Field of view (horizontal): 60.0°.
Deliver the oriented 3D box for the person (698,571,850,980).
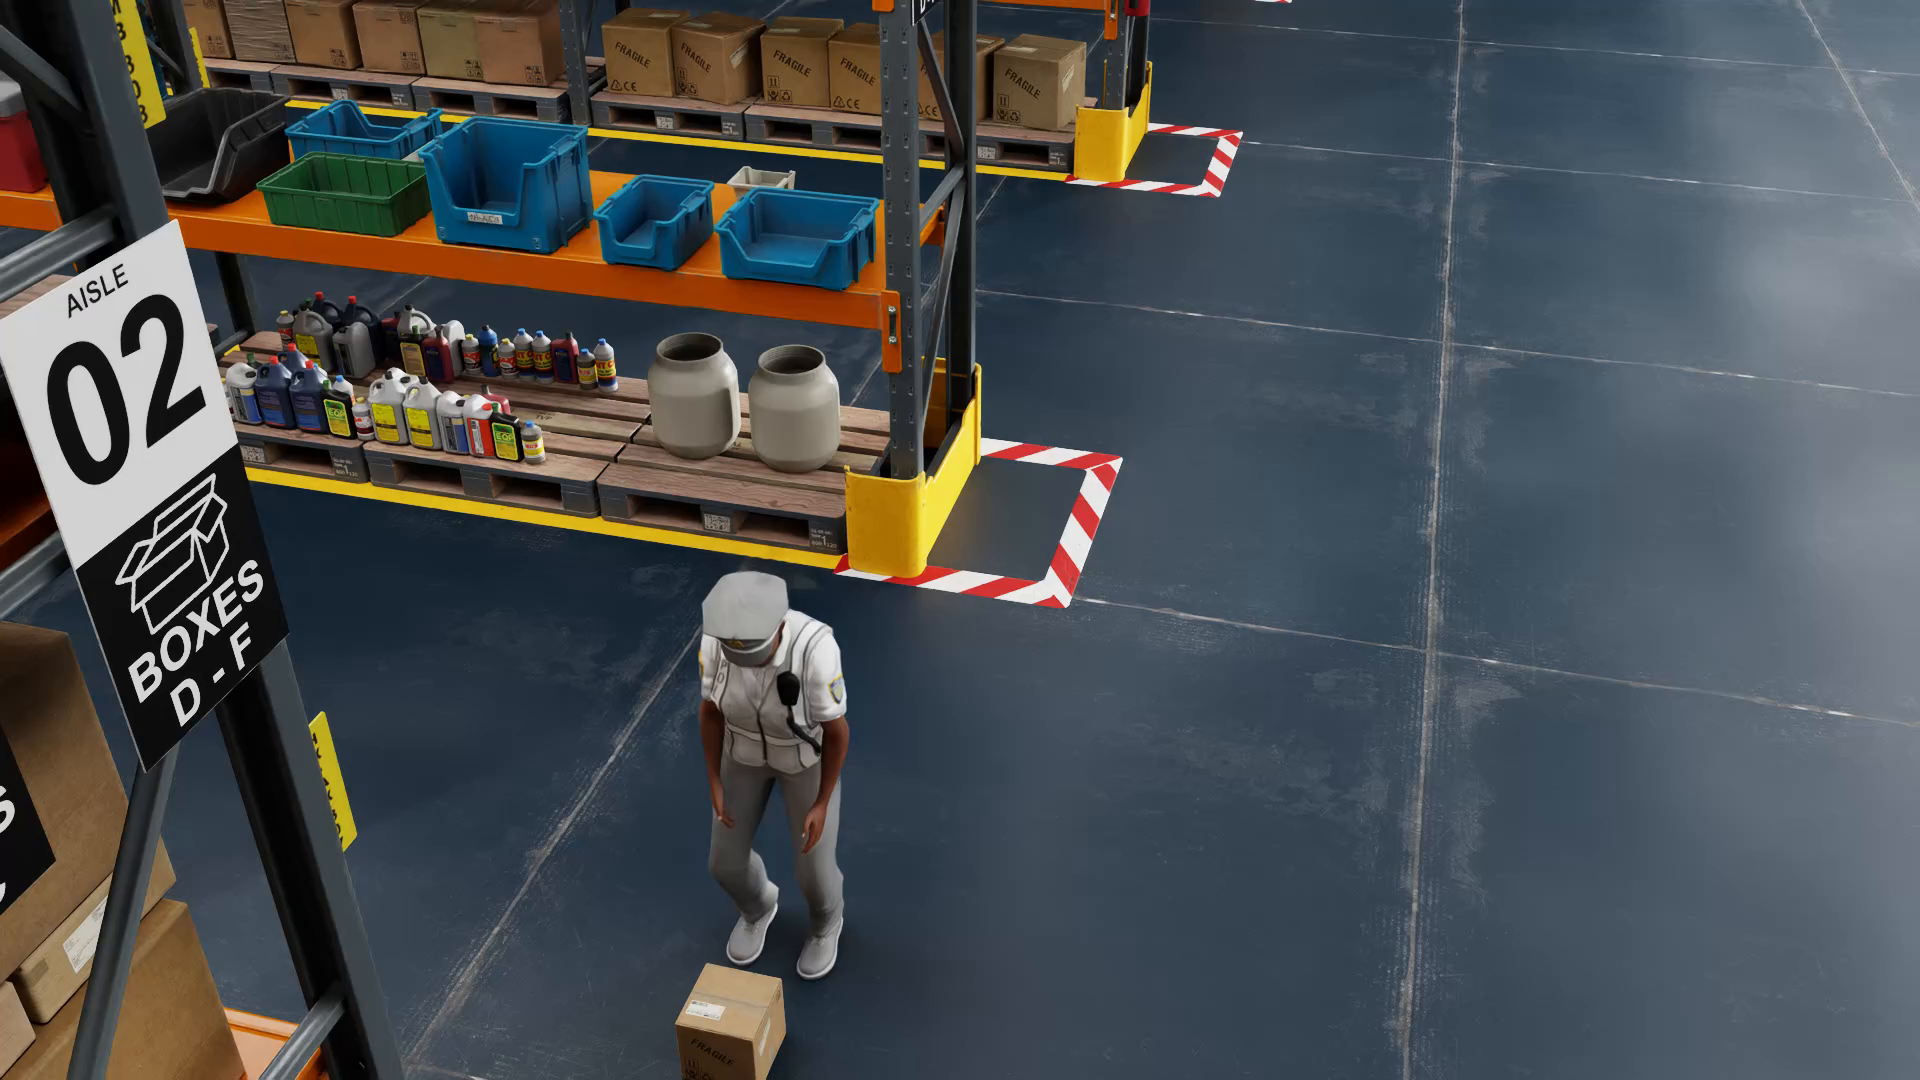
[{"bbox_3d":[-0.556,0.723,5.134,0.476,1.559,0.541,9,34,13],"label":"person"}]
